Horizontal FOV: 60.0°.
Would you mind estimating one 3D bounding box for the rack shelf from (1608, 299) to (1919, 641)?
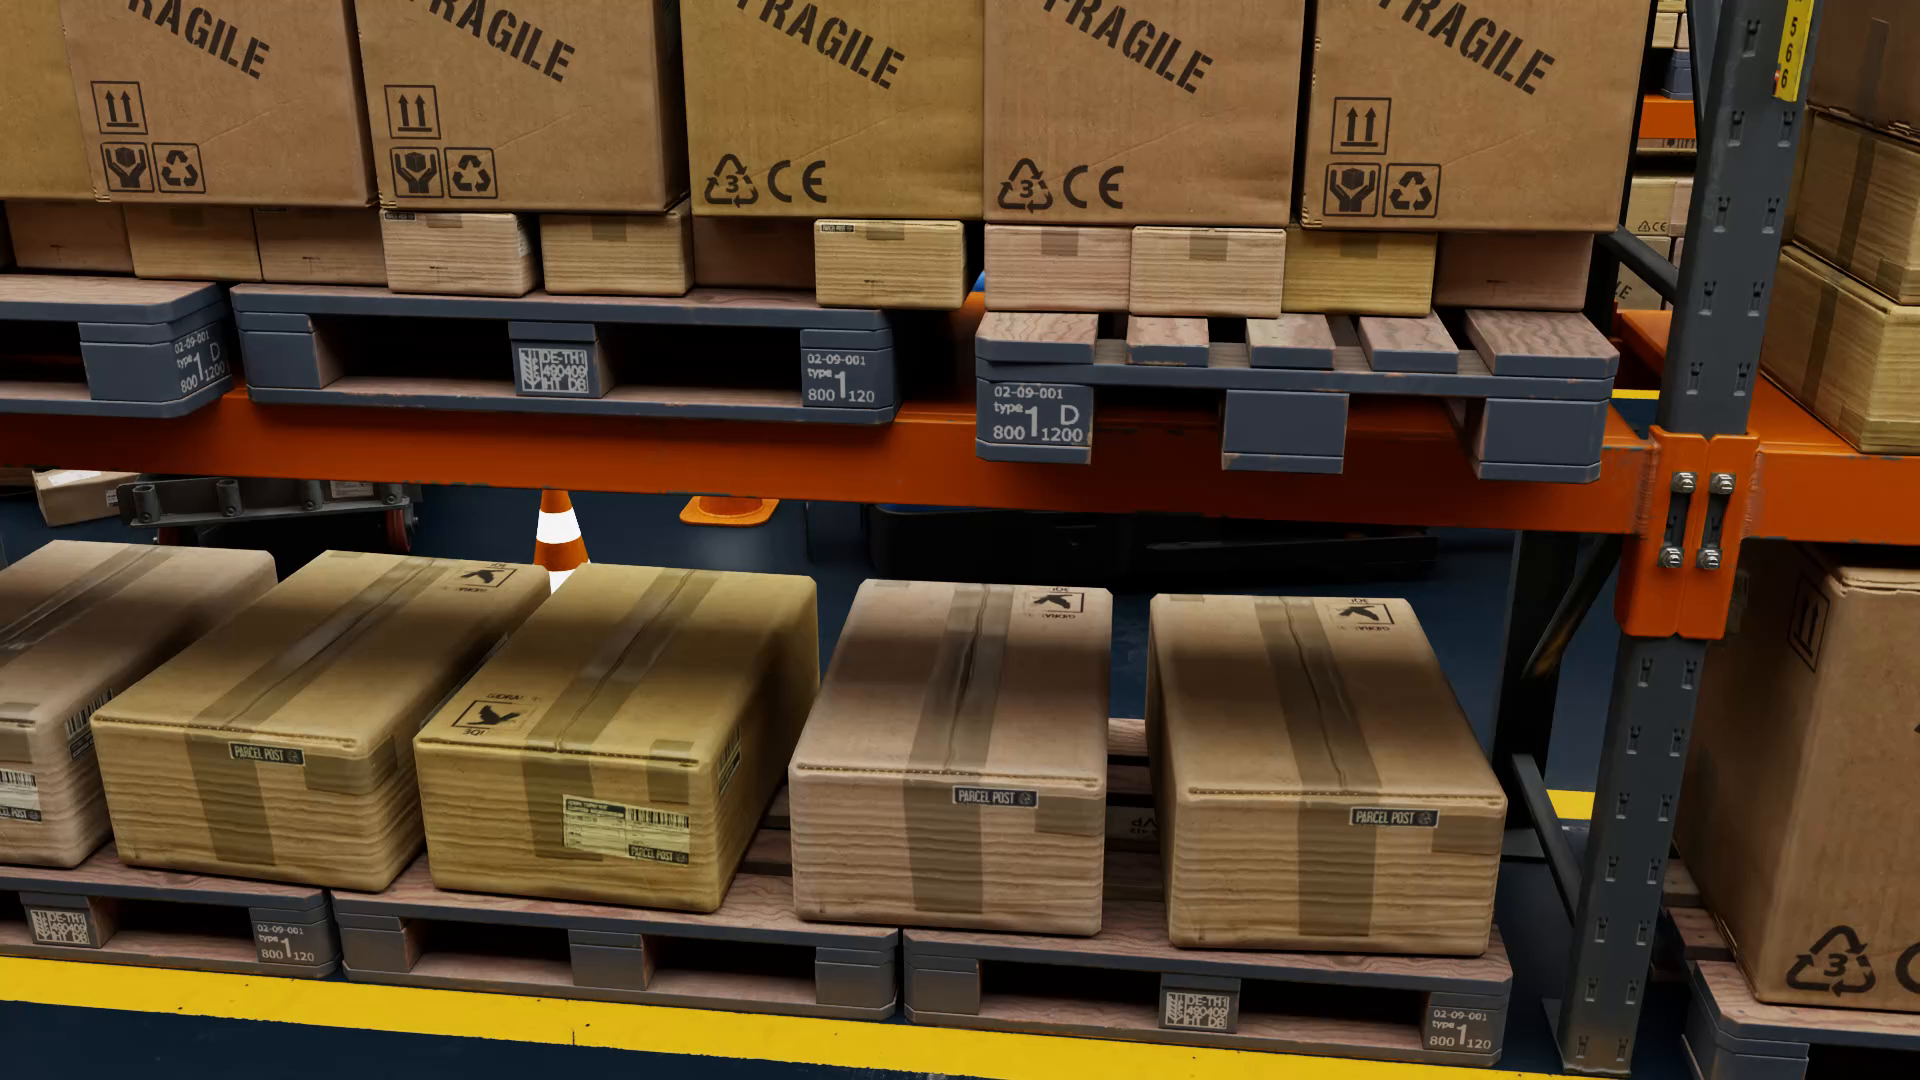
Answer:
[{"bbox_3d":[3.297,-0.101,3.094,4.000,0.370,1.077,2,22,6],"label":"rack shelf"}]

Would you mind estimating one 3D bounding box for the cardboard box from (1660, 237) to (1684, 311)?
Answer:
[{"bbox_3d":[3.476,-1.202,7.728,0.500,0.500,0.500,2,22,5],"label":"cardboard box"}]

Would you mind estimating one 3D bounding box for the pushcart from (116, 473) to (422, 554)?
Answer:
[{"bbox_3d":[-2.442,-0.310,6.211,0.936,0.377,1.648,-5,22,-12],"label":"pushcart"}]

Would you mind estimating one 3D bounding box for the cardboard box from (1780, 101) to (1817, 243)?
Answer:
[{"bbox_3d":[1.822,-0.756,3.297,0.500,0.250,0.500,2,22,6],"label":"cardboard box"}]

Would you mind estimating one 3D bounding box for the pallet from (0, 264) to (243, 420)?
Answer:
[{"bbox_3d":[-1.919,-0.520,3.435,1.213,0.211,1.003,2,22,6],"label":"pallet"}]

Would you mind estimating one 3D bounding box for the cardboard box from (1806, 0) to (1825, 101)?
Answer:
[{"bbox_3d":[1.855,-1.107,3.163,0.500,0.500,0.500,2,22,5],"label":"cardboard box"}]

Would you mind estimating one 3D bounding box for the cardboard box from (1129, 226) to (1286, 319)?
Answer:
[{"bbox_3d":[0.428,-0.508,2.916,0.250,0.149,0.380,2,22,6],"label":"cardboard box"}]

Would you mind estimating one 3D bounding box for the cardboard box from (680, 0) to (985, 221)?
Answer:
[{"bbox_3d":[-0.189,-0.860,2.923,0.500,0.500,0.500,1,22,3],"label":"cardboard box"}]

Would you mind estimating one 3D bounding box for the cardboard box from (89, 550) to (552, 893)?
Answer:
[{"bbox_3d":[-1.426,0.383,3.893,0.625,0.372,0.950,4,22,10],"label":"cardboard box"}]

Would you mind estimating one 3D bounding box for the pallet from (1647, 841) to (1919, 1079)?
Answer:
[{"bbox_3d":[2.085,0.836,3.537,1.213,0.211,1.003,2,22,6],"label":"pallet"}]

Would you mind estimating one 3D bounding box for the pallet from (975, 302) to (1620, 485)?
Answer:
[{"bbox_3d":[0.591,-0.425,3.195,1.003,0.211,1.213,2,22,6],"label":"pallet"}]

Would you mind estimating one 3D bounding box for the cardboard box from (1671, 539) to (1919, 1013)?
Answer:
[{"bbox_3d":[1.987,0.331,3.341,0.875,0.875,0.875,2,22,6],"label":"cardboard box"}]

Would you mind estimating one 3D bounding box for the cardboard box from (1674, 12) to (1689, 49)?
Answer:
[{"bbox_3d":[3.281,-2.274,7.383,0.250,0.149,0.380,3,22,8],"label":"cardboard box"}]

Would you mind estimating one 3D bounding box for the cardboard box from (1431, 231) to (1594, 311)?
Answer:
[{"bbox_3d":[0.958,-0.529,2.968,0.250,0.149,0.380,3,22,8],"label":"cardboard box"}]

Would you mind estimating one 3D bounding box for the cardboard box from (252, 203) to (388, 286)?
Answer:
[{"bbox_3d":[-1.116,-0.598,3.143,0.250,0.149,0.380,3,22,7],"label":"cardboard box"}]

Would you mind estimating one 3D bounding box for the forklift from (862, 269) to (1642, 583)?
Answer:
[{"bbox_3d":[1.172,-1.414,5.529,3.031,2.935,1.130,-3,22,-7],"label":"forklift"}]

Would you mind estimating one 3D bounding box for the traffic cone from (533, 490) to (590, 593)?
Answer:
[{"bbox_3d":[-1.265,0.027,5.241,0.334,0.463,0.336,2,22,6],"label":"traffic cone"}]

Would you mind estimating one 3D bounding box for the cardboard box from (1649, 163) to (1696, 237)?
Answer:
[{"bbox_3d":[3.443,-1.549,7.587,0.500,0.250,0.500,3,22,7],"label":"cardboard box"}]

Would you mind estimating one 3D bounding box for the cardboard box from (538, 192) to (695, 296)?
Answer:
[{"bbox_3d":[-0.590,-0.567,3.064,0.250,0.149,0.380,2,22,5],"label":"cardboard box"}]

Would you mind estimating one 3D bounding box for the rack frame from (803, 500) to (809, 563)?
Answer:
[{"bbox_3d":[-0.540,-0.384,5.688,0.006,0.900,0.240,-3,22,-7],"label":"rack frame"}]

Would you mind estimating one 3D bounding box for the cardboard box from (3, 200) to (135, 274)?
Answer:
[{"bbox_3d":[-1.612,-0.636,3.239,0.250,0.149,0.380,4,22,10],"label":"cardboard box"}]

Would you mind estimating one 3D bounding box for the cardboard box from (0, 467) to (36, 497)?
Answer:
[{"bbox_3d":[-3.661,-0.581,6.541,0.503,0.637,0.797,2,22,6],"label":"cardboard box"}]

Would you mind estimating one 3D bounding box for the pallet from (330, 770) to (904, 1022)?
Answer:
[{"bbox_3d":[-0.673,0.687,3.916,1.213,0.211,1.003,2,22,6],"label":"pallet"}]

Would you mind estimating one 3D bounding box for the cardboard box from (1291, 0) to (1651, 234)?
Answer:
[{"bbox_3d":[0.827,-0.820,2.823,0.500,0.500,0.500,2,22,5],"label":"cardboard box"}]

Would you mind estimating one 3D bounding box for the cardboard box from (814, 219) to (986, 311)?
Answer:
[{"bbox_3d":[-0.096,-0.529,2.969,0.250,0.149,0.380,3,22,7],"label":"cardboard box"}]

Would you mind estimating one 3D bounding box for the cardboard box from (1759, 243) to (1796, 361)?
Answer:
[{"bbox_3d":[1.844,-0.525,3.392,0.500,0.250,0.500,2,22,4],"label":"cardboard box"}]

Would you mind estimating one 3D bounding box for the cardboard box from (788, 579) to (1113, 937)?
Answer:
[{"bbox_3d":[0.017,0.448,3.730,0.625,0.372,0.950,2,22,5],"label":"cardboard box"}]

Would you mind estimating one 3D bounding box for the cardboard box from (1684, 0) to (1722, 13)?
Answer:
[{"bbox_3d":[3.282,-2.413,7.329,0.250,0.149,0.380,3,22,6],"label":"cardboard box"}]

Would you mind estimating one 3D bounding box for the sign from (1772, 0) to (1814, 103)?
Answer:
[{"bbox_3d":[1.257,-0.825,2.480,0.005,0.325,0.100,2,22,6],"label":"sign"}]

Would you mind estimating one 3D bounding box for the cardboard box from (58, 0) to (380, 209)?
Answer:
[{"bbox_3d":[-1.242,-0.902,3.030,0.500,0.500,0.500,2,22,6],"label":"cardboard box"}]

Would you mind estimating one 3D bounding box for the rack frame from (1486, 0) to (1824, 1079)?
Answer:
[{"bbox_3d":[1.311,-0.522,3.180,0.127,3.000,1.000,2,22,6],"label":"rack frame"}]

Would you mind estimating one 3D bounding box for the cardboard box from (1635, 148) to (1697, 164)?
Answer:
[{"bbox_3d":[3.509,-1.736,8.059,0.500,0.250,0.500,3,22,8],"label":"cardboard box"}]

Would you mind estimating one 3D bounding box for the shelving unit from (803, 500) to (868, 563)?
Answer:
[{"bbox_3d":[-0.439,-0.389,5.700,0.210,0.900,0.258,-3,22,-7],"label":"shelving unit"}]
